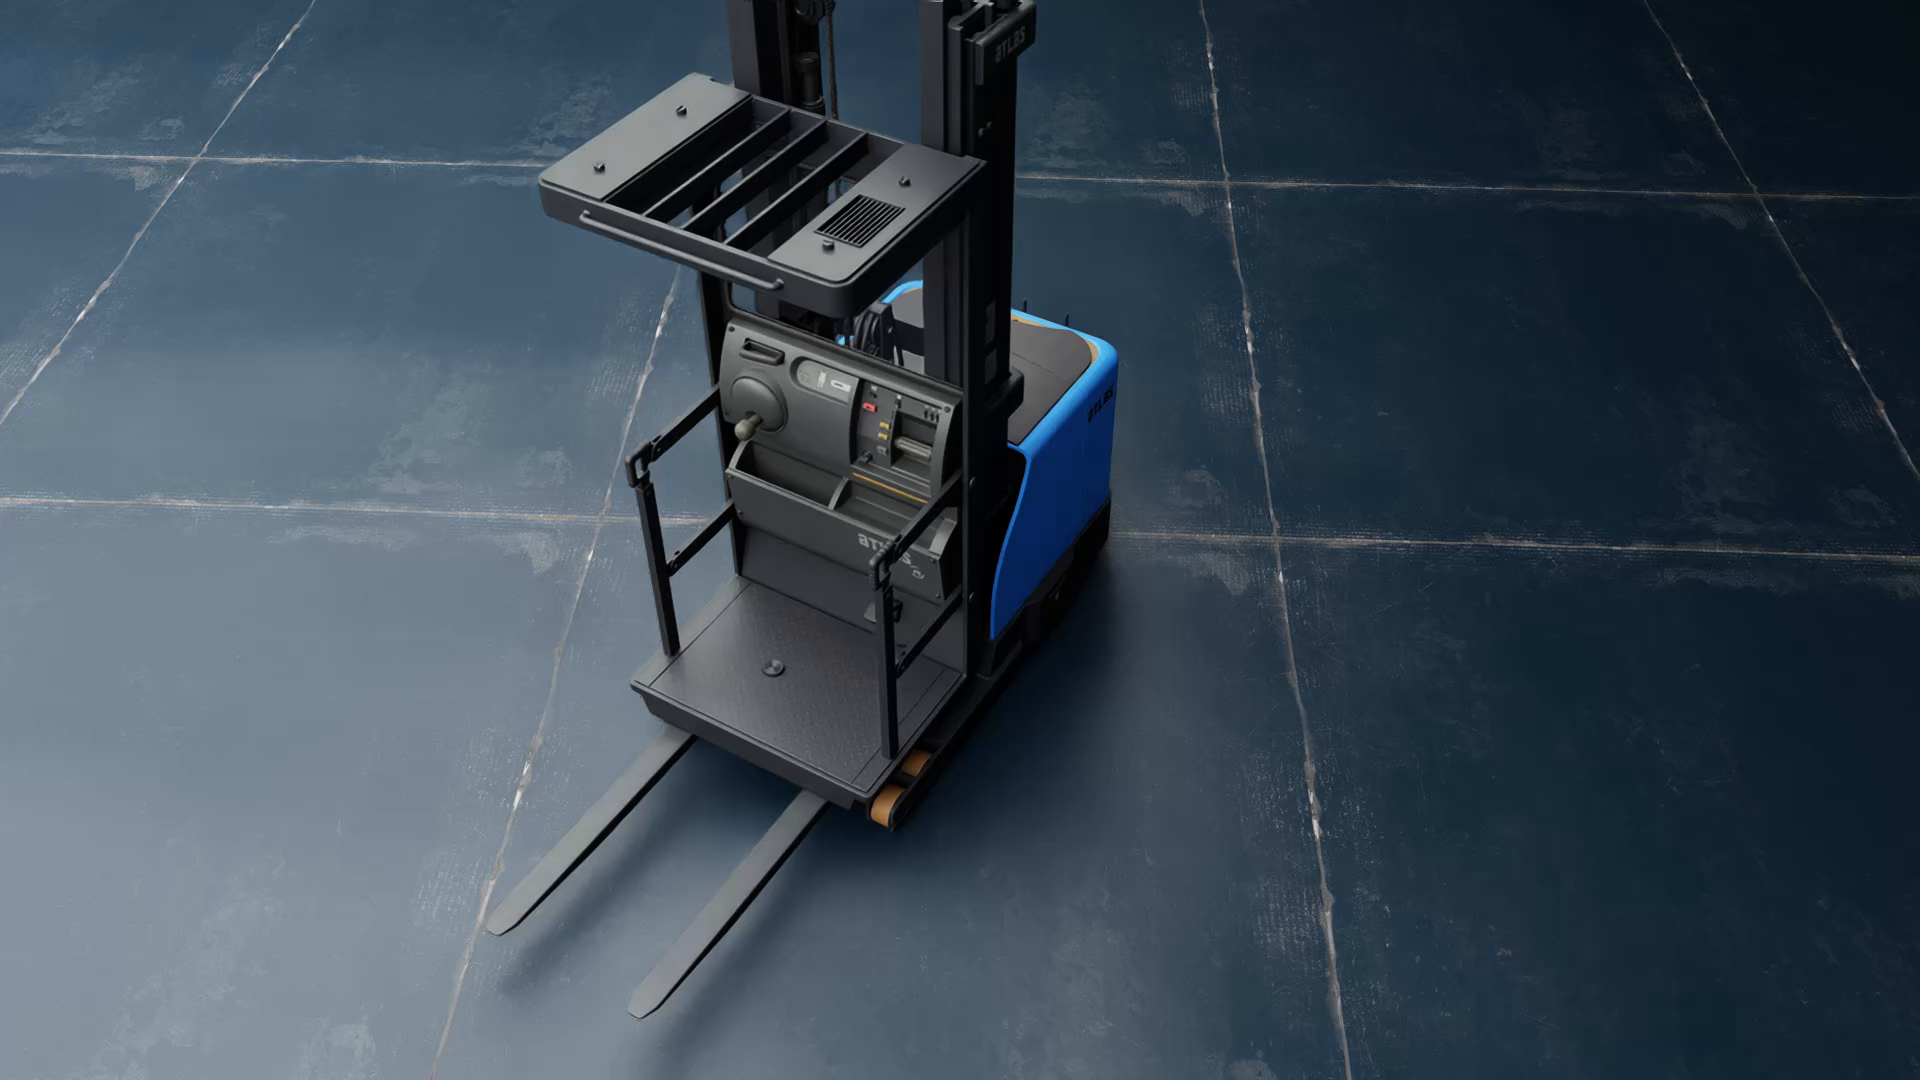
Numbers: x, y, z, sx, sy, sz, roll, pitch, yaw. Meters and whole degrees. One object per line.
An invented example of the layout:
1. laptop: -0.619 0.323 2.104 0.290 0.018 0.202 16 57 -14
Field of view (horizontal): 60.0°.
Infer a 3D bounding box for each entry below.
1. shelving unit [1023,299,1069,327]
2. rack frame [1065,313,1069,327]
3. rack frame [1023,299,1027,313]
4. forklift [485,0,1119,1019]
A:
1. shelving unit: 0.312 -0.596 7.315 0.210 0.900 0.258 21 47 21
2. rack frame: 0.400 -0.562 7.278 0.006 0.900 0.240 21 47 21
3. rack frame: 0.224 -0.631 7.352 0.006 0.900 0.240 21 47 21
4. forklift: -0.540 -0.369 5.581 1.130 2.935 3.031 22 47 22
